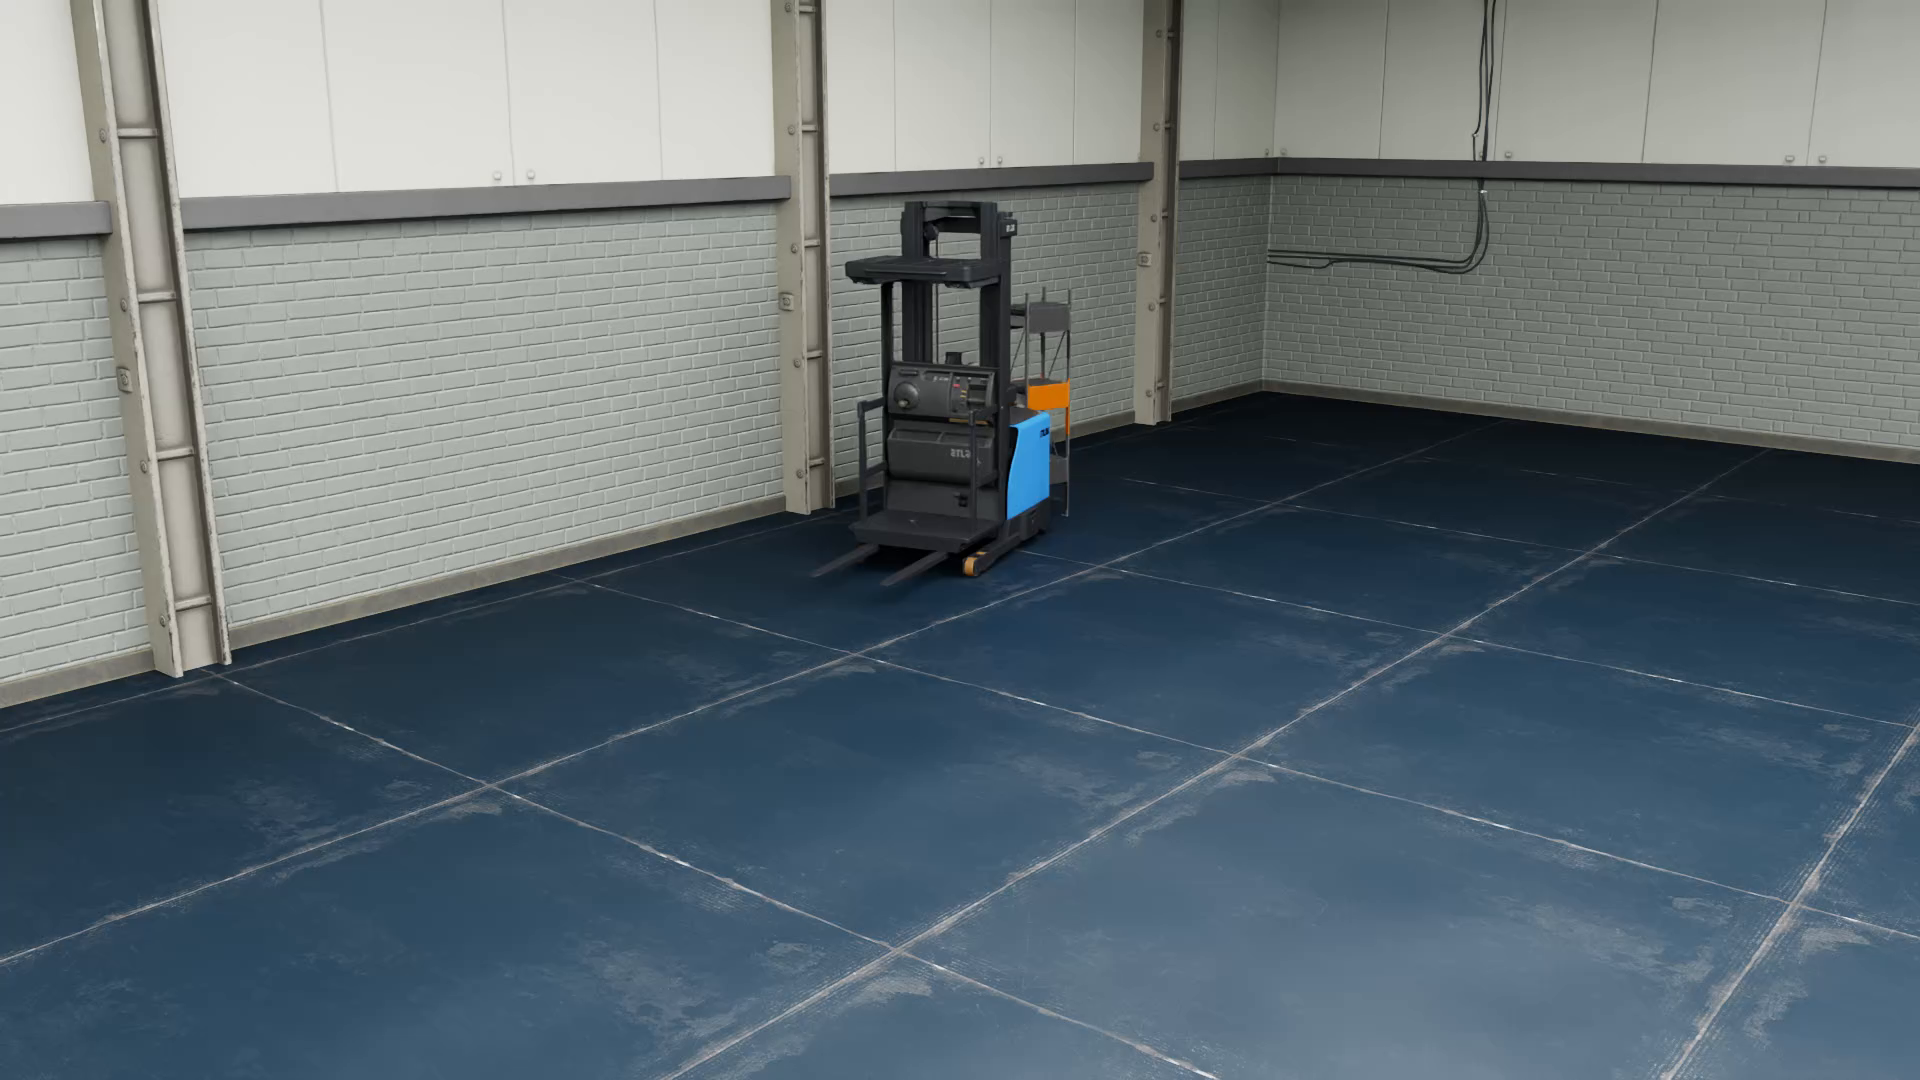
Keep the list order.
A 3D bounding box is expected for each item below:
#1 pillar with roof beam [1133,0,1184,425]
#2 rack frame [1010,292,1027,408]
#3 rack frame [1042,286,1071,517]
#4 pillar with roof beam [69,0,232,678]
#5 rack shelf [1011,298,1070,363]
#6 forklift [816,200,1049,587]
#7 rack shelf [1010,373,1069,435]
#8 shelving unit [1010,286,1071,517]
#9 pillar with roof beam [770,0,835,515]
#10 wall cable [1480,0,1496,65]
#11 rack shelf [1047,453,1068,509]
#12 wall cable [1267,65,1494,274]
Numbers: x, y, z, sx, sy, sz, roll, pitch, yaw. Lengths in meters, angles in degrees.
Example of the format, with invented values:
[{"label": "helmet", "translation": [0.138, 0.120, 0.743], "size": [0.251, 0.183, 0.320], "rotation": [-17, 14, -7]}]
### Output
[{"label": "pillar with roof beam", "translation": [5.693, -5.141, 16.585], "size": [9.100, 9.000, 0.400], "rotation": [11, 18, 38]}, {"label": "rack frame", "translation": [0.474, -1.207, 15.110], "size": [0.015, 2.100, 0.400], "rotation": [-9, 17, -32]}, {"label": "rack frame", "translation": [0.882, -1.273, 15.369], "size": [0.015, 2.100, 0.400], "rotation": [-9, 17, -32]}, {"label": "pillar with roof beam", "translation": [-1.849, -2.843, 7.539], "size": [9.100, 9.000, 0.400], "rotation": [11, 18, 38]}, {"label": "rack shelf", "translation": [0.678, -1.905, 15.071], "size": [0.480, 0.518, 0.431], "rotation": [-9, 17, -32]}, {"label": "forklift", "translation": [-0.220, -1.237, 13.540], "size": [1.130, 2.935, 3.031], "rotation": [6, 15, 21]}, {"label": "rack shelf", "translation": [0.678, -1.227, 15.243], "size": [0.480, 0.518, 0.431], "rotation": [-9, 17, -32]}, {"label": "shelving unit", "translation": [0.678, -1.240, 15.240], "size": [0.503, 2.100, 0.431], "rotation": [-9, 17, -32]}, {"label": "pillar with roof beam", "translation": [1.922, -3.992, 12.062], "size": [9.100, 9.000, 0.400], "rotation": [11, 18, 38]}, {"label": "wall cable", "translation": [7.329, -6.691, 18.735], "size": [3.097, 2.526, 0.112], "rotation": [11, 18, 38]}, {"label": "rack shelf", "translation": [0.678, -0.548, 15.416], "size": [0.480, 0.518, 0.431], "rotation": [-9, 17, -32]}, {"label": "wall cable", "translation": [5.224, -4.662, 21.005], "size": [3.097, 2.526, 0.112], "rotation": [11, 18, 38]}]
